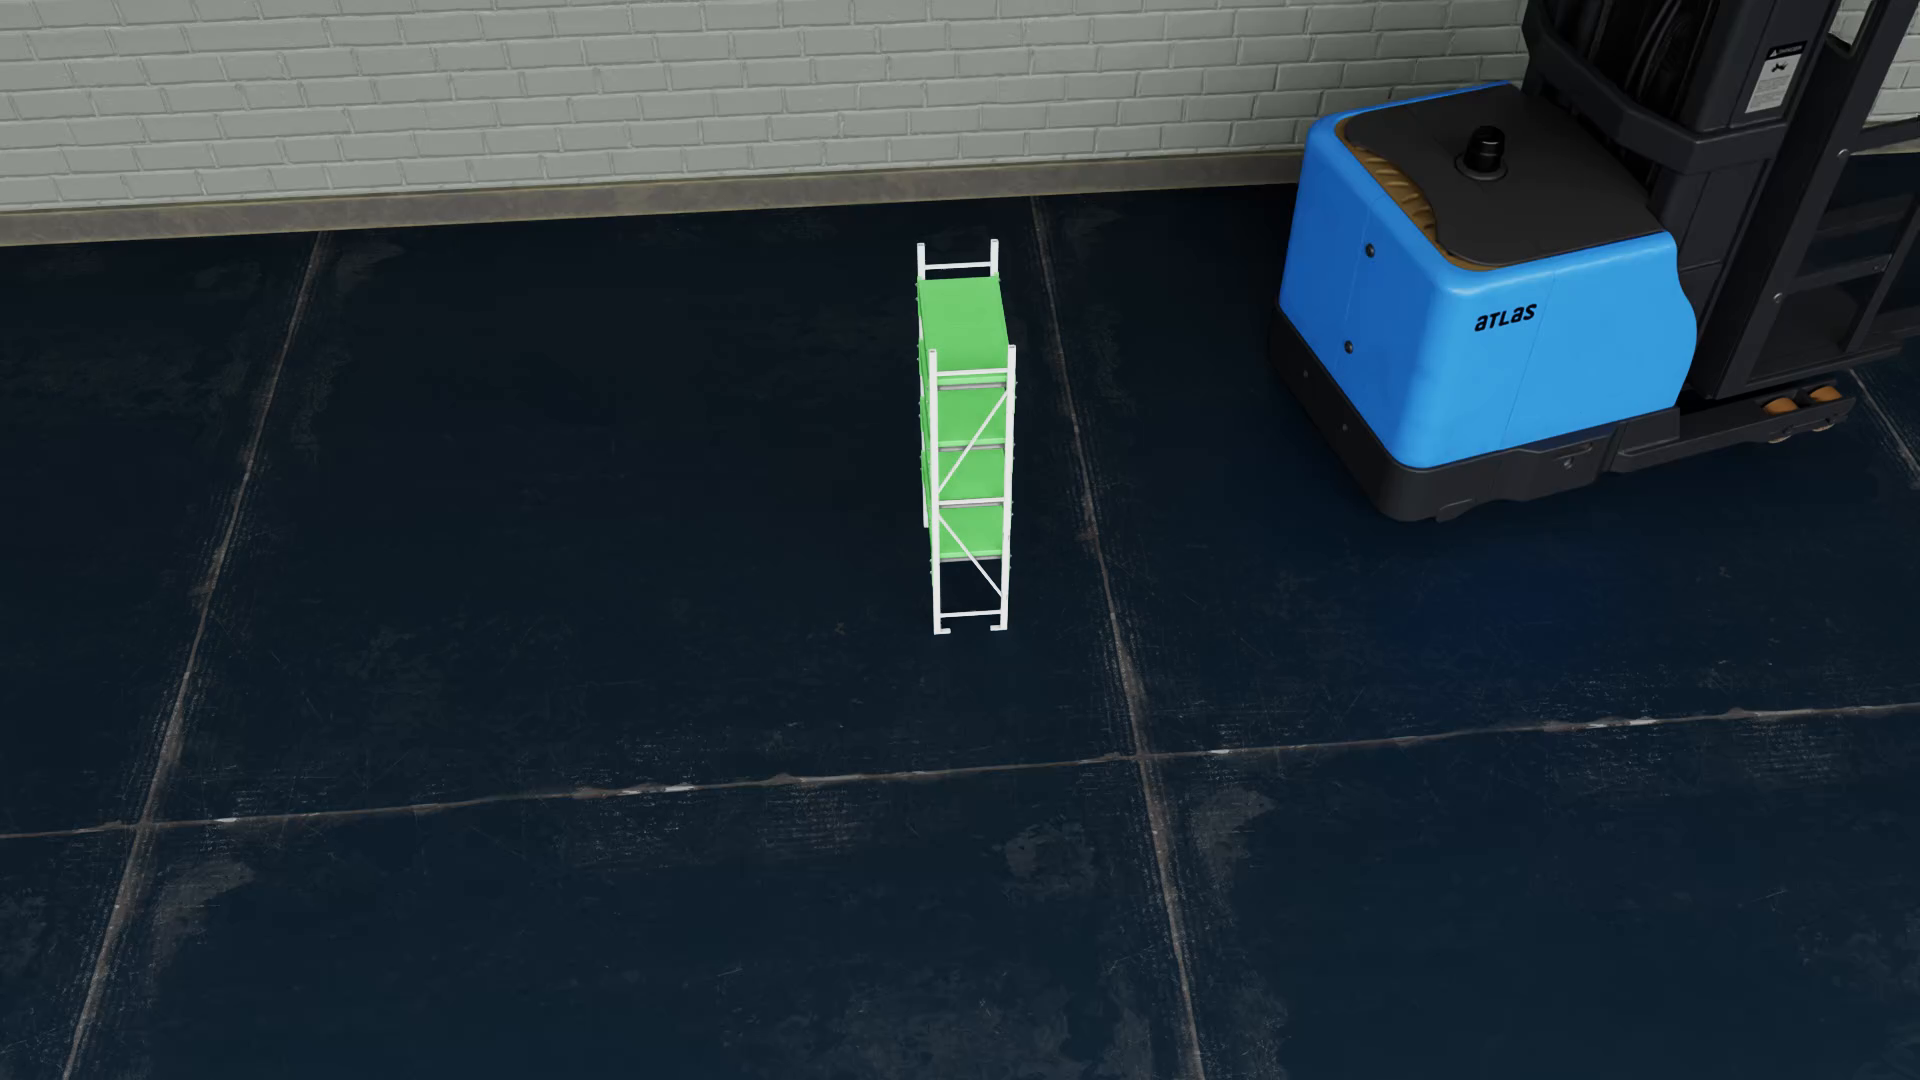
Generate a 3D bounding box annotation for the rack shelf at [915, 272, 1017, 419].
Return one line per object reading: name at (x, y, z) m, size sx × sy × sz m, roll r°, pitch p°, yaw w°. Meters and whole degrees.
rack shelf at (0.014, -0.579, 4.899) m, size 0.258 × 0.148 × 0.480 m, roll -3°, pitch 47°, yaw -3°

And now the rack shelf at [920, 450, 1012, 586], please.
rack shelf at (0.014, -0.084, 5.422) m, size 0.258 × 0.148 × 0.480 m, roll -3°, pitch 47°, yaw -3°

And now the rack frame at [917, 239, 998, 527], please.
rack frame at (-0.007, -0.469, 5.368) m, size 0.240 × 1.200 × 0.015 m, roll -3°, pitch 47°, yaw -3°

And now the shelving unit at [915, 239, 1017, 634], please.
shelving unit at (0.014, -0.293, 5.201) m, size 0.258 × 1.200 × 0.503 m, roll -3°, pitch 47°, yaw -3°

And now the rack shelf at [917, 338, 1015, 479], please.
rack shelf at (0.014, -0.414, 5.073) m, size 0.258 × 0.148 × 0.480 m, roll -3°, pitch 47°, yaw -3°

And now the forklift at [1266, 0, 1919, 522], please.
forklift at (2.738, -1.714, 5.354) m, size 3.031 × 2.935 × 1.130 m, roll -14°, pitch 48°, yaw -13°

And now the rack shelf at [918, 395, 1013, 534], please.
rack shelf at (0.014, -0.249, 5.247) m, size 0.258 × 0.148 × 0.480 m, roll -3°, pitch 47°, yaw -3°

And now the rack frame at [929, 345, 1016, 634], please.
rack frame at (0.034, -0.116, 5.034) m, size 0.240 × 1.200 × 0.015 m, roll -3°, pitch 47°, yaw -3°
